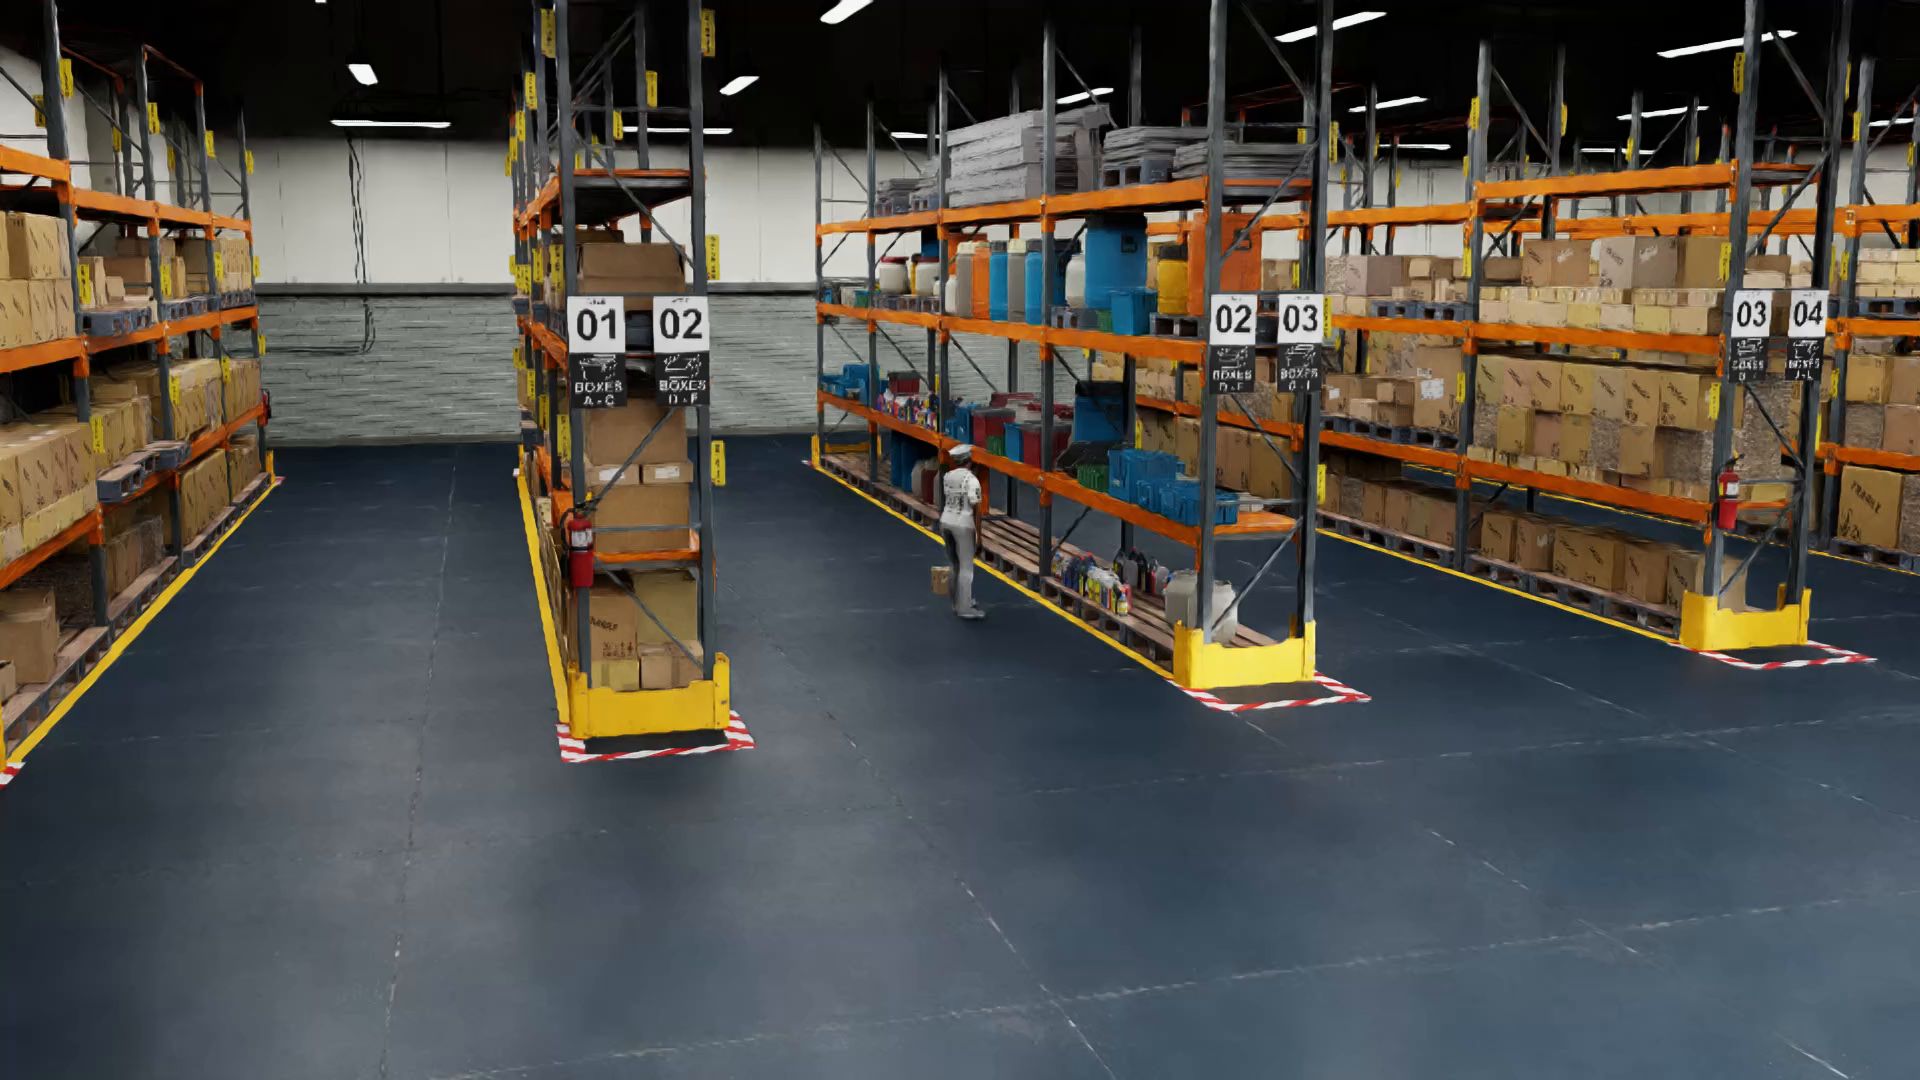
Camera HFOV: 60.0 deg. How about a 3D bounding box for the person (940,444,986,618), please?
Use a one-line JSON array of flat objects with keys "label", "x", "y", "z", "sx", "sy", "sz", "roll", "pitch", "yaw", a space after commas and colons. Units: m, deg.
[{"label": "person", "x": 0.077, "y": -0.100, "z": 16.323, "sx": 0.520, "sy": 1.686, "sz": 0.488, "roll": 9, "pitch": 13, "yaw": 43}]
